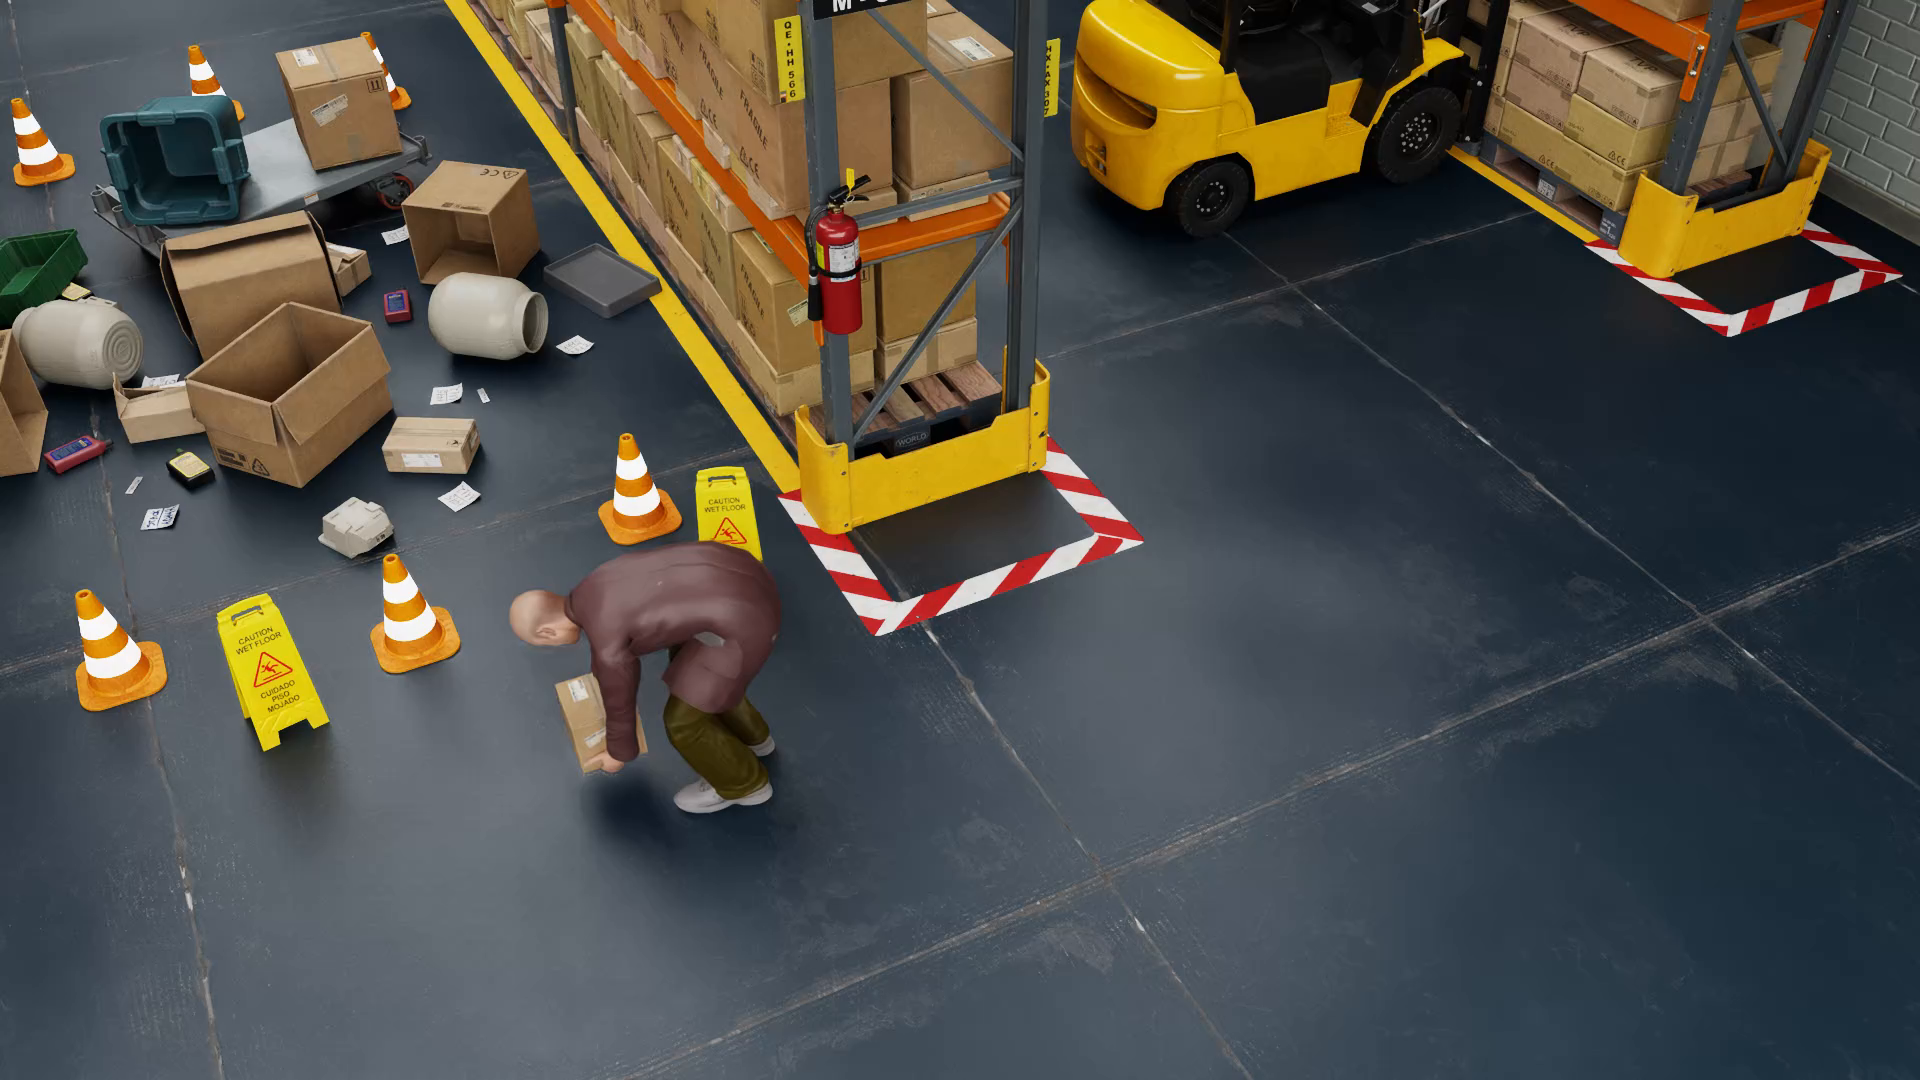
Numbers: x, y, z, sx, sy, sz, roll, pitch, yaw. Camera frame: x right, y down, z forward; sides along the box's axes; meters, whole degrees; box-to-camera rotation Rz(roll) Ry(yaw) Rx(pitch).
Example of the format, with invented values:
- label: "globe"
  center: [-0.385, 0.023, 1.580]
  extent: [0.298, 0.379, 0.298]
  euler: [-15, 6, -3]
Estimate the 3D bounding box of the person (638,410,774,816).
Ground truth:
- label: "person"
  center: [-0.880, 0.255, 5.874]
  extent: [0.429, 1.772, 0.645]
  euler: [-4, 41, -4]
